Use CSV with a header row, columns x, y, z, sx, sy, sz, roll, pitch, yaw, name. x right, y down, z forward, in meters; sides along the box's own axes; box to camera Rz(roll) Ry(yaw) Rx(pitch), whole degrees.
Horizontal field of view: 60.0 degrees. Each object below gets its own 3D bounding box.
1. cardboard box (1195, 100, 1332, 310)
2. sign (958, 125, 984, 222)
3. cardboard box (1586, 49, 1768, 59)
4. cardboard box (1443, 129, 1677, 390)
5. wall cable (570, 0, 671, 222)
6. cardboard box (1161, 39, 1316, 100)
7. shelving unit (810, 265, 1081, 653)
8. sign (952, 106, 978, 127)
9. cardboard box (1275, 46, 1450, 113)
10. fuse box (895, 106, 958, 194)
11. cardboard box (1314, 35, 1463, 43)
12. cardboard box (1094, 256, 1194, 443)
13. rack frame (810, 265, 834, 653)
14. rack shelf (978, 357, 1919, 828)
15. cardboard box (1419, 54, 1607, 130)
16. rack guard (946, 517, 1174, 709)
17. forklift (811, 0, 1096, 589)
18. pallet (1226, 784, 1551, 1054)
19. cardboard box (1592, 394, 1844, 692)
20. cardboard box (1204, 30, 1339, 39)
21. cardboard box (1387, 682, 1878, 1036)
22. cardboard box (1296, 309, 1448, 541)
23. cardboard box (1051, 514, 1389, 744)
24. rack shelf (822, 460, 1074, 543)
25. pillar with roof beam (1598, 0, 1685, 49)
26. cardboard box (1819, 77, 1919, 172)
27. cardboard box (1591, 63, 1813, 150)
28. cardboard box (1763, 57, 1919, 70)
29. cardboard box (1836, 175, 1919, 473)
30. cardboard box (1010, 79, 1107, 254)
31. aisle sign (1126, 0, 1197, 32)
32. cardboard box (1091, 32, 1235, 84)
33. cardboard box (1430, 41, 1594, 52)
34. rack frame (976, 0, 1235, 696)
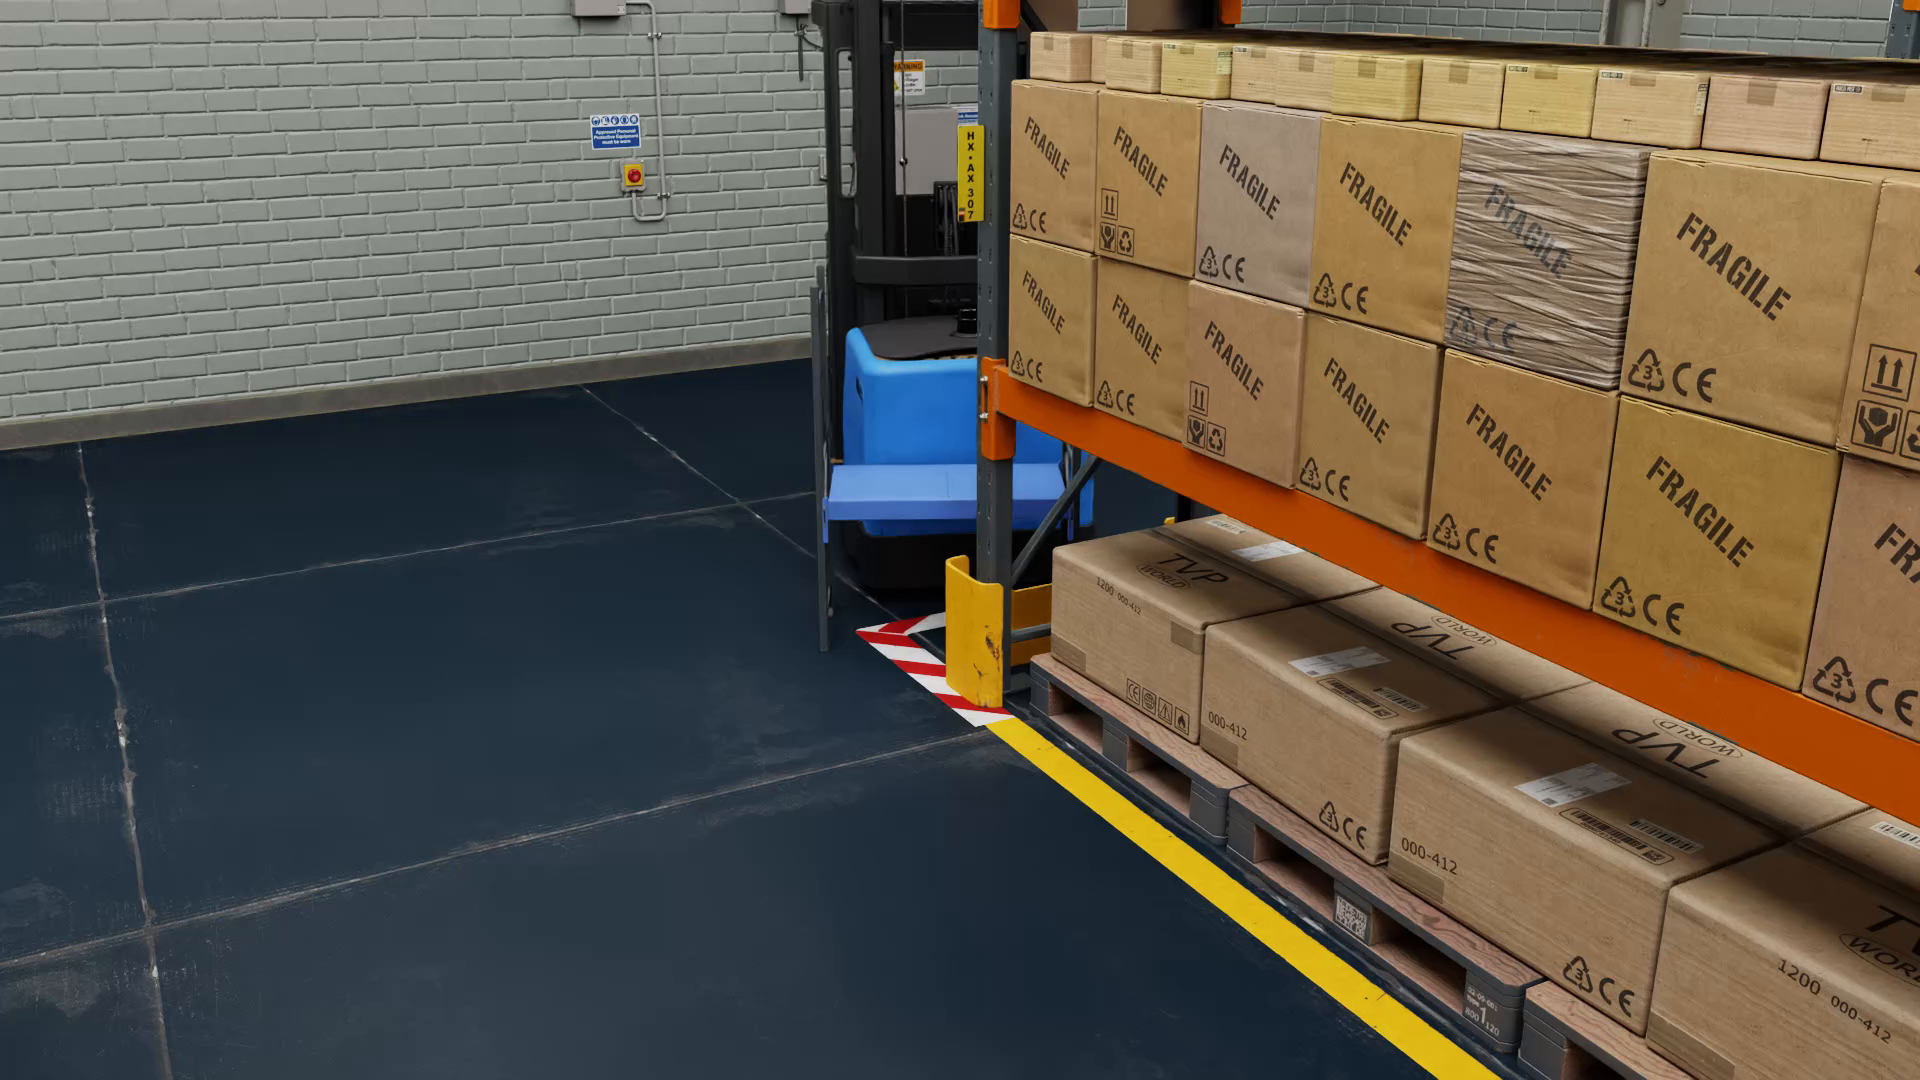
x,y,z,sx,sy,sz,roll,pitch,yaw,name
1.009,-0.949,4.597,0.500,0.500,0.500,-10,21,-27,cardboard box
0.038,-1.267,5.757,0.100,0.325,0.005,-10,21,-27,sign
1.800,-1.154,4.197,0.380,0.149,0.250,-10,21,-26,cardboard box
1.478,-0.661,3.762,0.500,0.500,0.500,-10,21,-26,cardboard box
-2.169,-3.015,10.665,0.585,1.953,0.123,-10,21,-27,wall cable
0.805,-1.357,4.786,0.380,0.149,0.250,-11,22,-28,cardboard box
-0.052,-0.334,6.800,1.048,1.500,0.538,-1,19,-1,shelving unit
0.085,-2.895,12.067,0.329,0.494,0.001,-10,21,-27,sign
1.057,-1.212,4.365,0.380,0.149,0.250,-10,21,-26,cardboard box
-0.251,-2.194,11.868,0.539,1.711,0.414,-10,21,-27,fuse box
1.298,-1.451,5.056,0.380,0.149,0.250,-9,21,-25,cardboard box
0.769,-0.629,5.203,0.500,0.500,0.500,-10,22,-27,cardboard box
-0.561,-0.329,6.787,0.032,1.500,0.500,-1,19,-1,rack frame
1.479,0.009,4.609,1.077,0.370,4.000,-10,21,-27,rack shelf
1.321,-1.067,3.946,0.380,0.149,0.250,-10,21,-27,cardboard box
0.518,0.270,6.583,1.175,0.500,0.348,-10,21,-27,rack guard
-0.140,-1.610,8.305,1.130,2.935,3.031,-3,19,-9,forklift
1.553,0.980,4.967,1.003,0.211,1.213,-10,21,-27,pallet
1.734,-0.044,3.508,0.500,0.500,0.500,-11,22,-28,cardboard box
1.018,-1.590,5.461,0.380,0.149,0.250,-10,21,-26,cardboard box
1.799,0.802,4.492,0.875,0.438,0.875,-11,22,-28,cardboard box
1.247,-0.339,4.362,0.500,0.500,0.500,-9,21,-25,cardboard box
0.931,0.282,6.001,0.875,0.438,0.875,-11,22,-28,cardboard box
-0.052,-0.164,6.858,1.000,0.185,0.538,-1,19,-1,rack shelf
0.620,-4.758,8.123,9.100,9.000,0.400,-10,21,-27,pillar with roof beam
1.863,-0.788,3.136,0.380,0.149,0.250,-10,21,-27,cardboard box
1.576,-0.924,3.530,0.380,0.149,0.250,-10,21,-27,cardboard box
2.048,-1.014,3.790,0.380,0.149,0.250,-11,22,-28,cardboard box
1.962,-0.369,2.917,0.500,0.500,0.500,-10,21,-27,cardboard box
0.506,-1.243,5.449,0.500,0.500,0.500,-11,22,-28,cardboard box
0.768,-2.203,5.930,0.394,0.787,0.004,-10,21,-27,aisle sign
0.641,-1.523,5.265,0.380,0.149,0.250,-9,21,-25,cardboard box
1.530,-1.302,4.625,0.380,0.149,0.250,-9,21,-25,cardboard box
0.529,-0.905,6.155,1.000,3.000,0.127,-10,21,-27,rack frame
